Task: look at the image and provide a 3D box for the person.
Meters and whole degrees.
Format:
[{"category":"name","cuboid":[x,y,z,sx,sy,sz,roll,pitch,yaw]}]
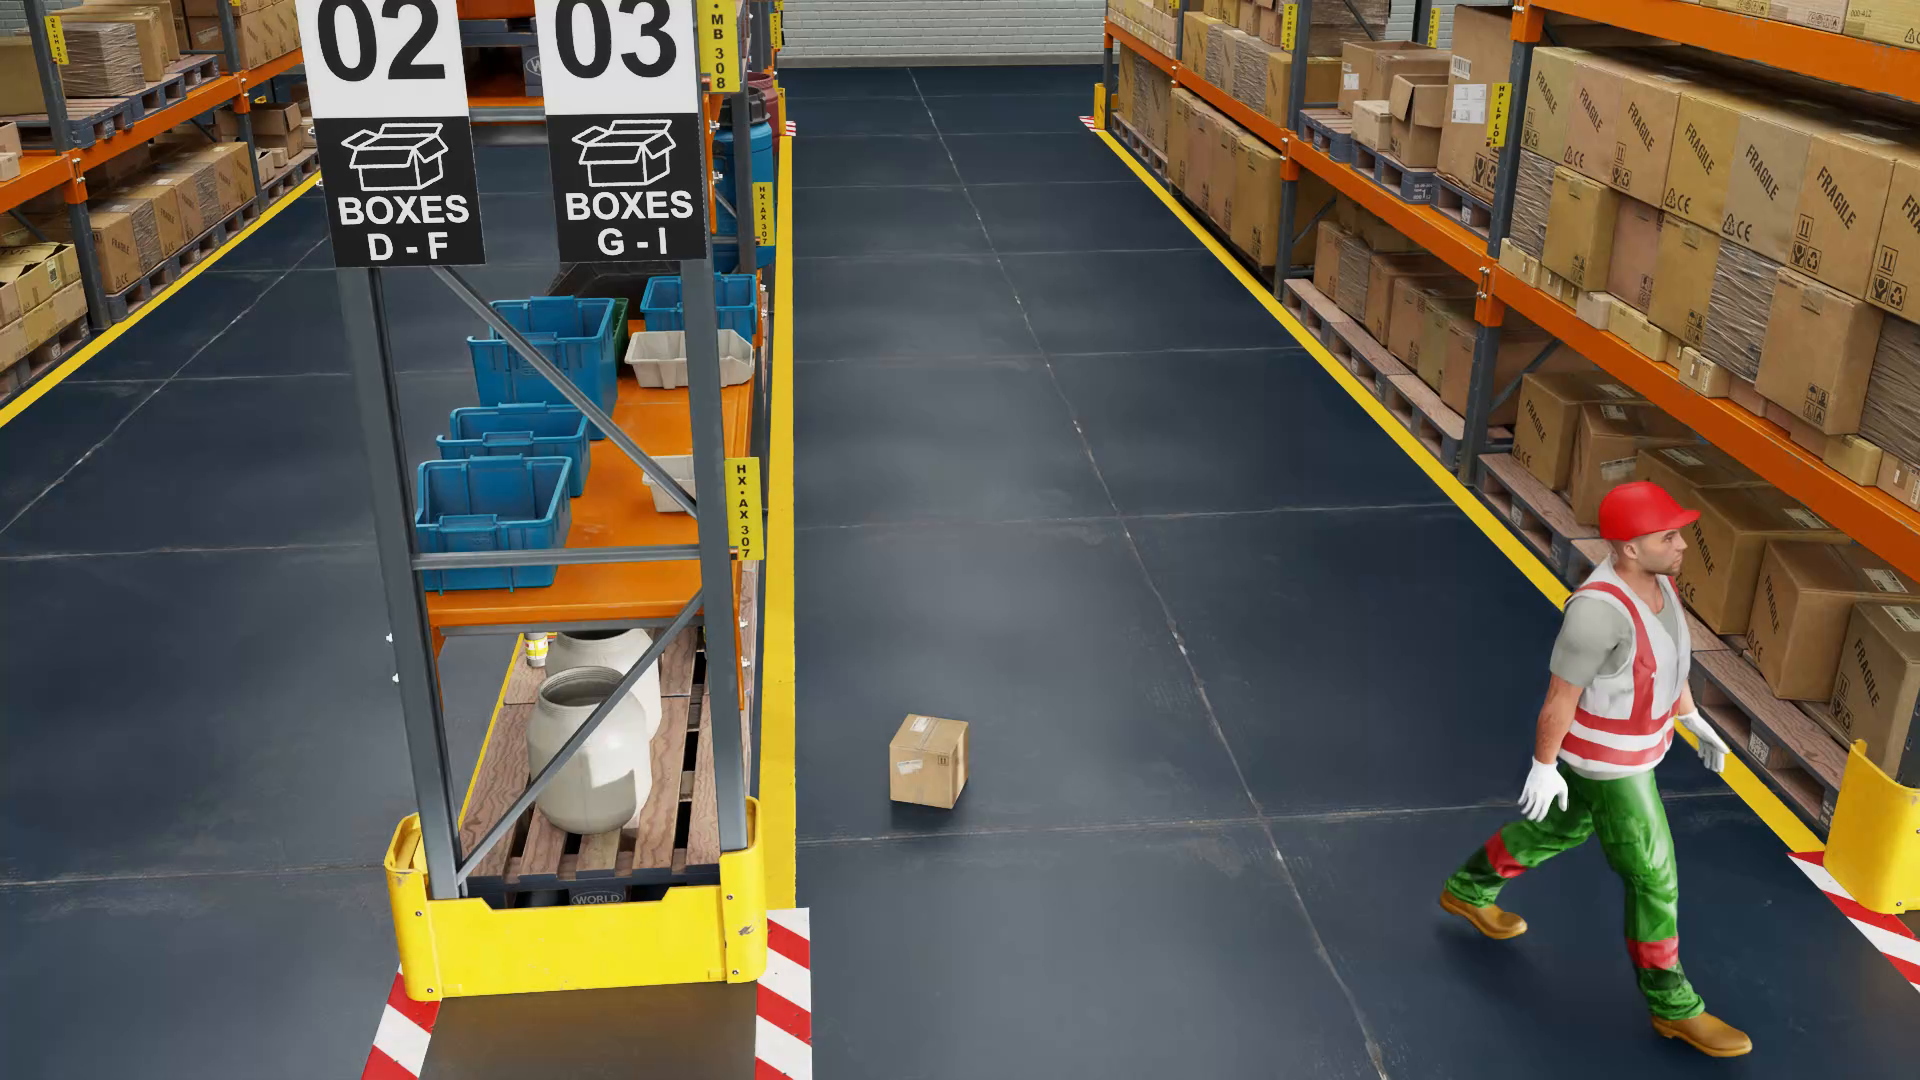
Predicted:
[{"category":"person","cuboid":[2.055,0.643,5.098,1.047,1.743,0.585,16,28,33]}]
